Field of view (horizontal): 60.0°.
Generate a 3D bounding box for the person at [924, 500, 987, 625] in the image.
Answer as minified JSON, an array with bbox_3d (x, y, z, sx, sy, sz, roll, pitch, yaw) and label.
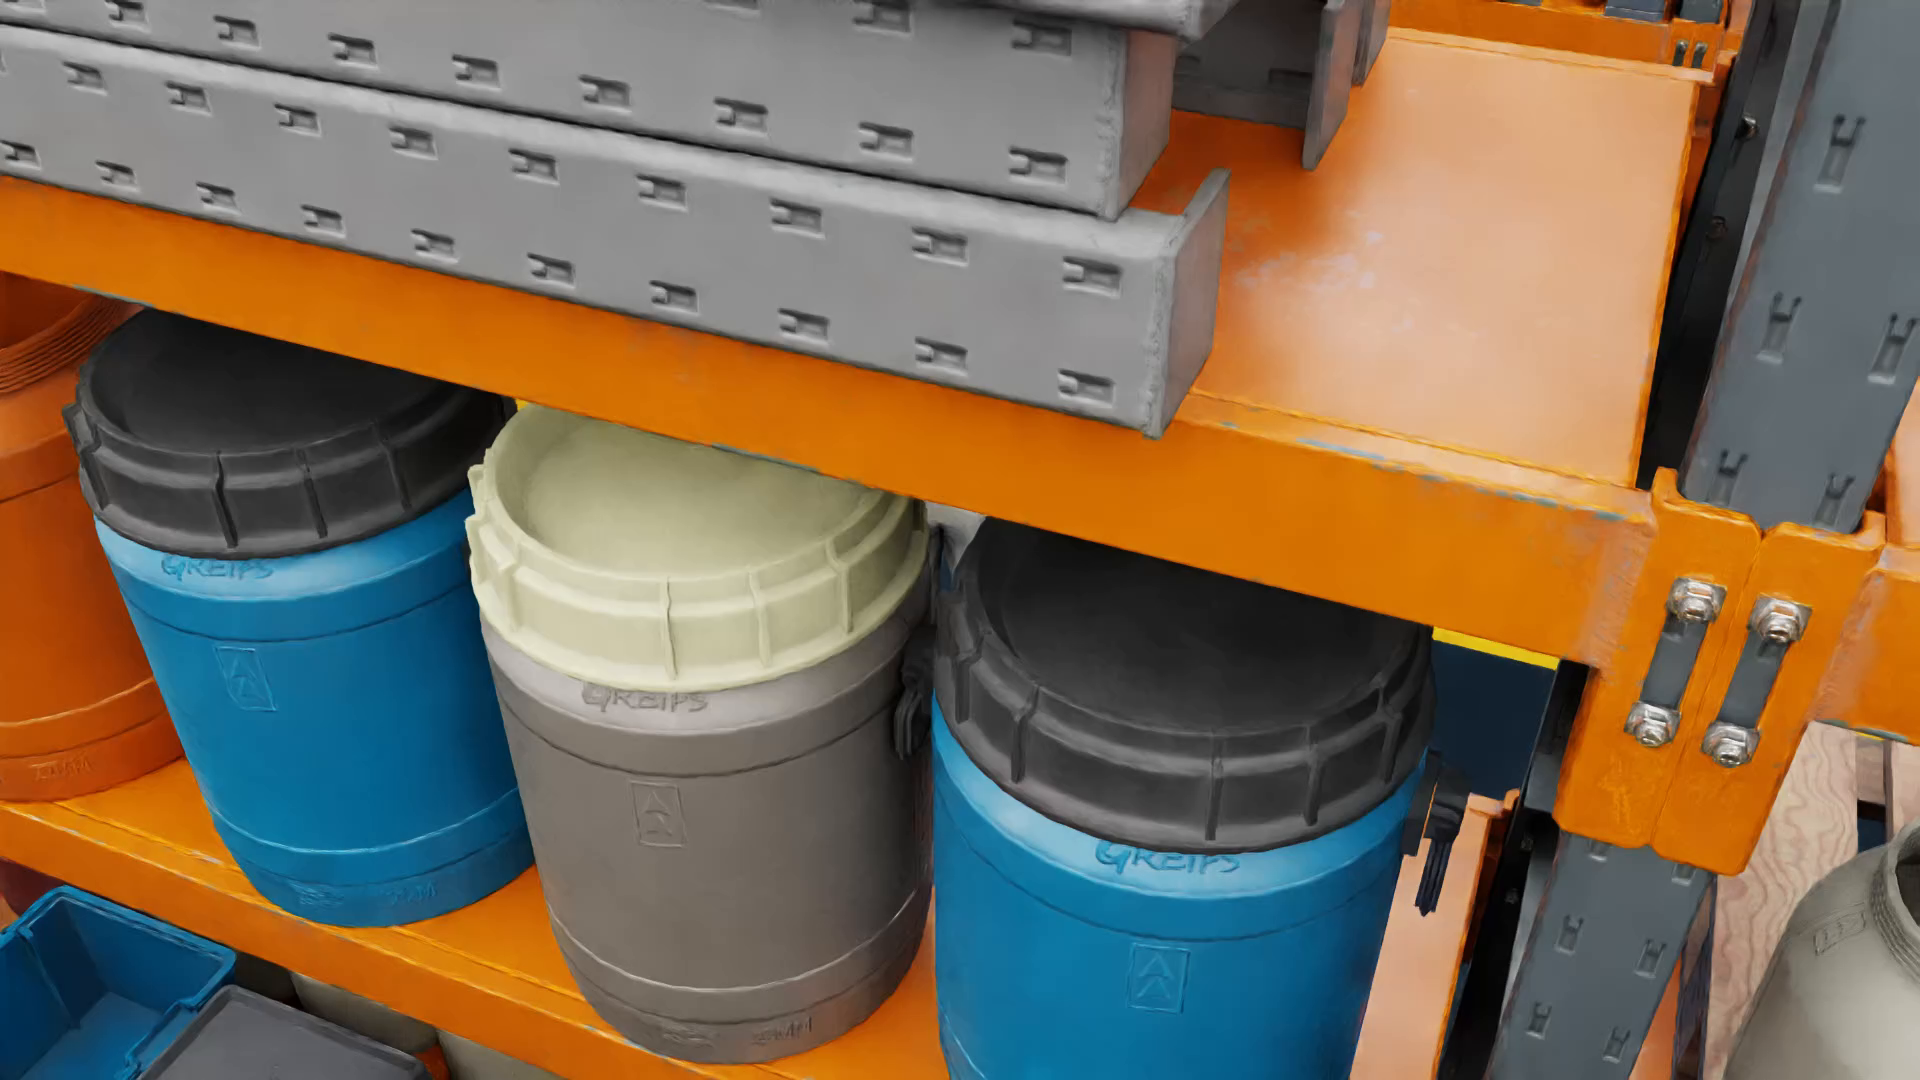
[{"bbox_3d":[-0.045,-0.095,6.791,0.583,1.618,0.441,6,38,8],"label":"person"}]
